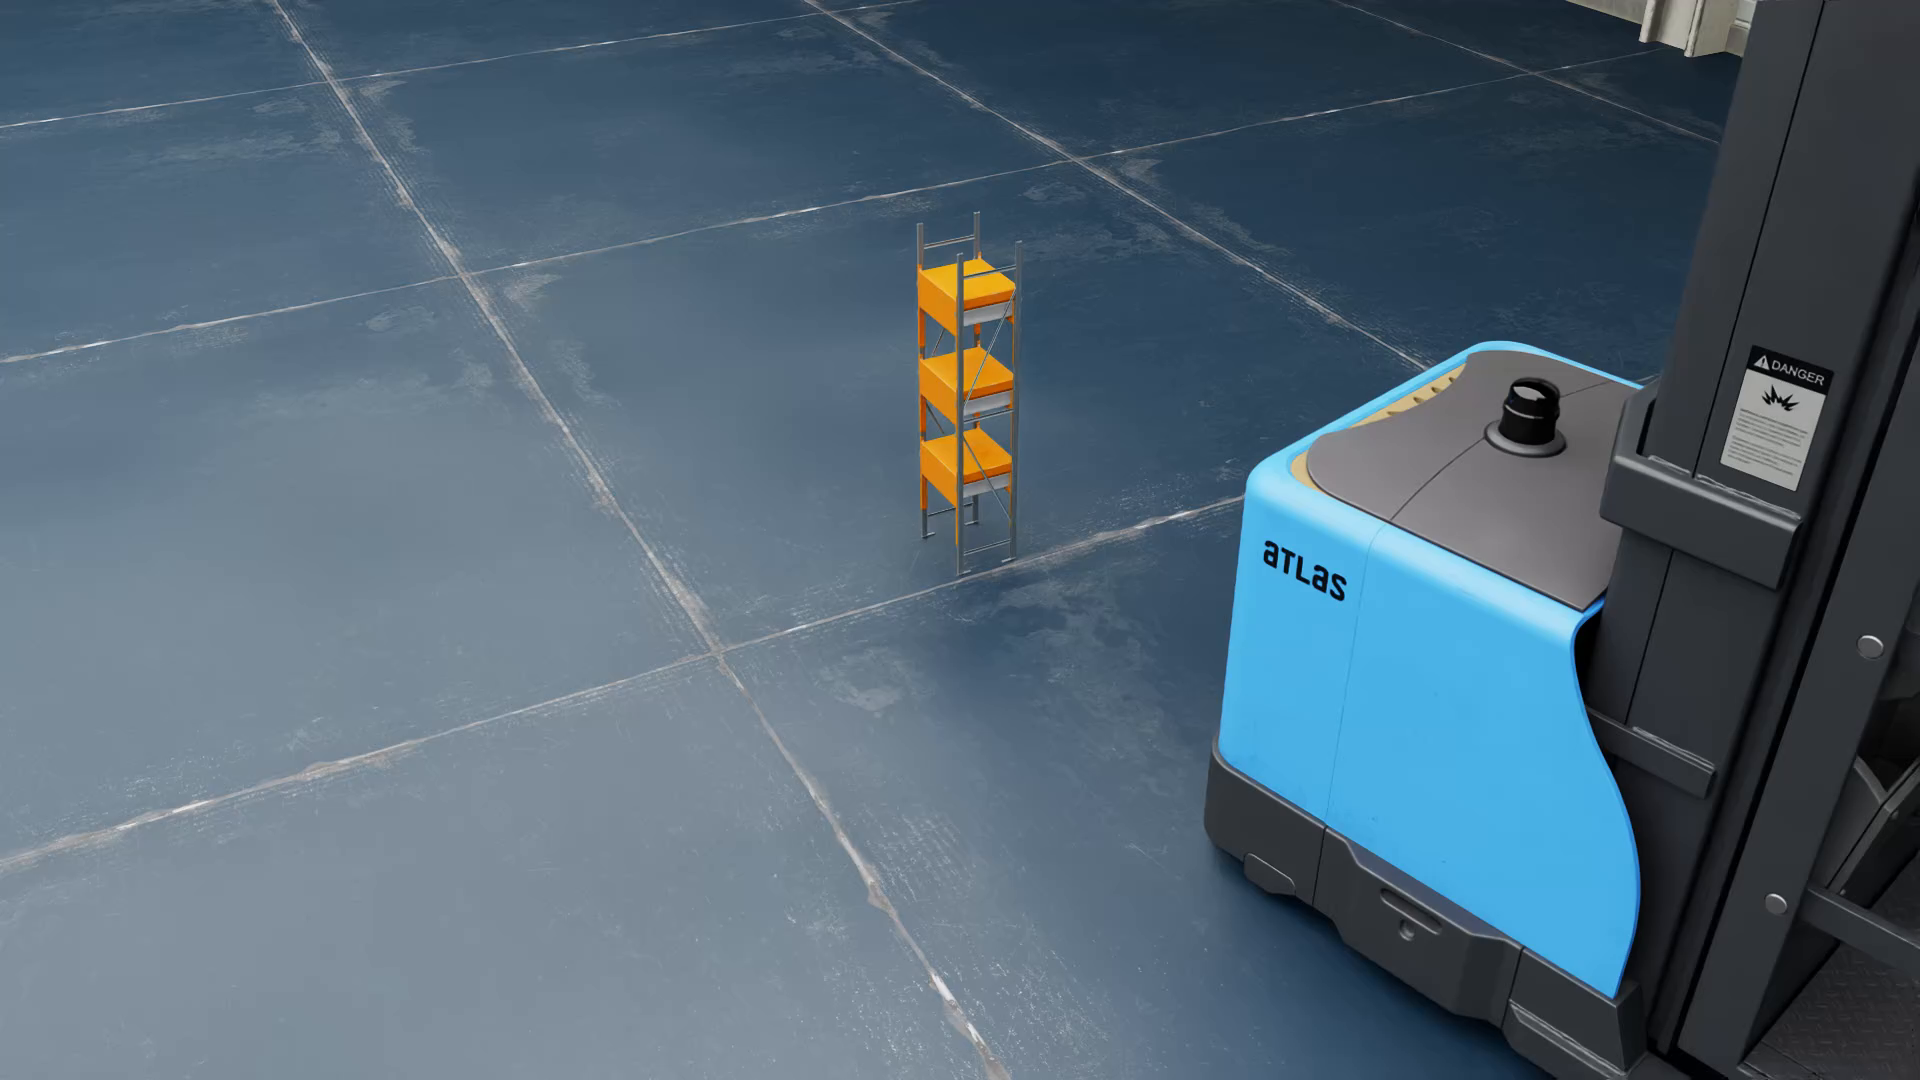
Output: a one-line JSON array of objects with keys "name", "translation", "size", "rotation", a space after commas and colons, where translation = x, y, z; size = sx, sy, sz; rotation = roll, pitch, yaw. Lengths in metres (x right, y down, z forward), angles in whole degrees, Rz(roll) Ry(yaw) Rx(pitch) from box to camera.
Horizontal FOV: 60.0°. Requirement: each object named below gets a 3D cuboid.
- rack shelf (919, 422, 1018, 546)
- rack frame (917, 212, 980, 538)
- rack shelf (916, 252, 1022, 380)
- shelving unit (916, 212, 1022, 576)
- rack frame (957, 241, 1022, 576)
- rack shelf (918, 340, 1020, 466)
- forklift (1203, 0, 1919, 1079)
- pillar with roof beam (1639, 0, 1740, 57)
[{"name": "rack shelf", "translation": [0.025, -0.174, 5.083], "size": [0.215, 0.259, 0.240], "rotation": [-16, 36, -23]}, {"name": "rack frame", "translation": [-0.032, -0.475, 5.018], "size": [0.200, 1.050, 0.008], "rotation": [-16, 36, -23]}, {"name": "rack shelf", "translation": [0.025, -0.647, 4.780], "size": [0.215, 0.259, 0.240], "rotation": [-16, 36, -23]}, {"name": "shelving unit", "translation": [0.025, -0.417, 4.927], "size": [0.215, 1.050, 0.252], "rotation": [-16, 36, -23]}, {"name": "rack frame", "translation": [0.082, -0.358, 4.836], "size": [0.200, 1.050, 0.008], "rotation": [-16, 36, -23]}, {"name": "rack shelf", "translation": [0.025, -0.408, 4.933], "size": [0.215, 0.259, 0.240], "rotation": [-16, 36, -23]}, {"name": "forklift", "translation": [1.965, -0.079, 2.657], "size": [1.130, 2.935, 3.031], "rotation": [-27, 41, -35]}, {"name": "pillar with roof beam", "translation": [0.453, -5.624, 5.686], "size": [9.100, 9.000, 0.400], "rotation": [-16, 36, -23]}]
